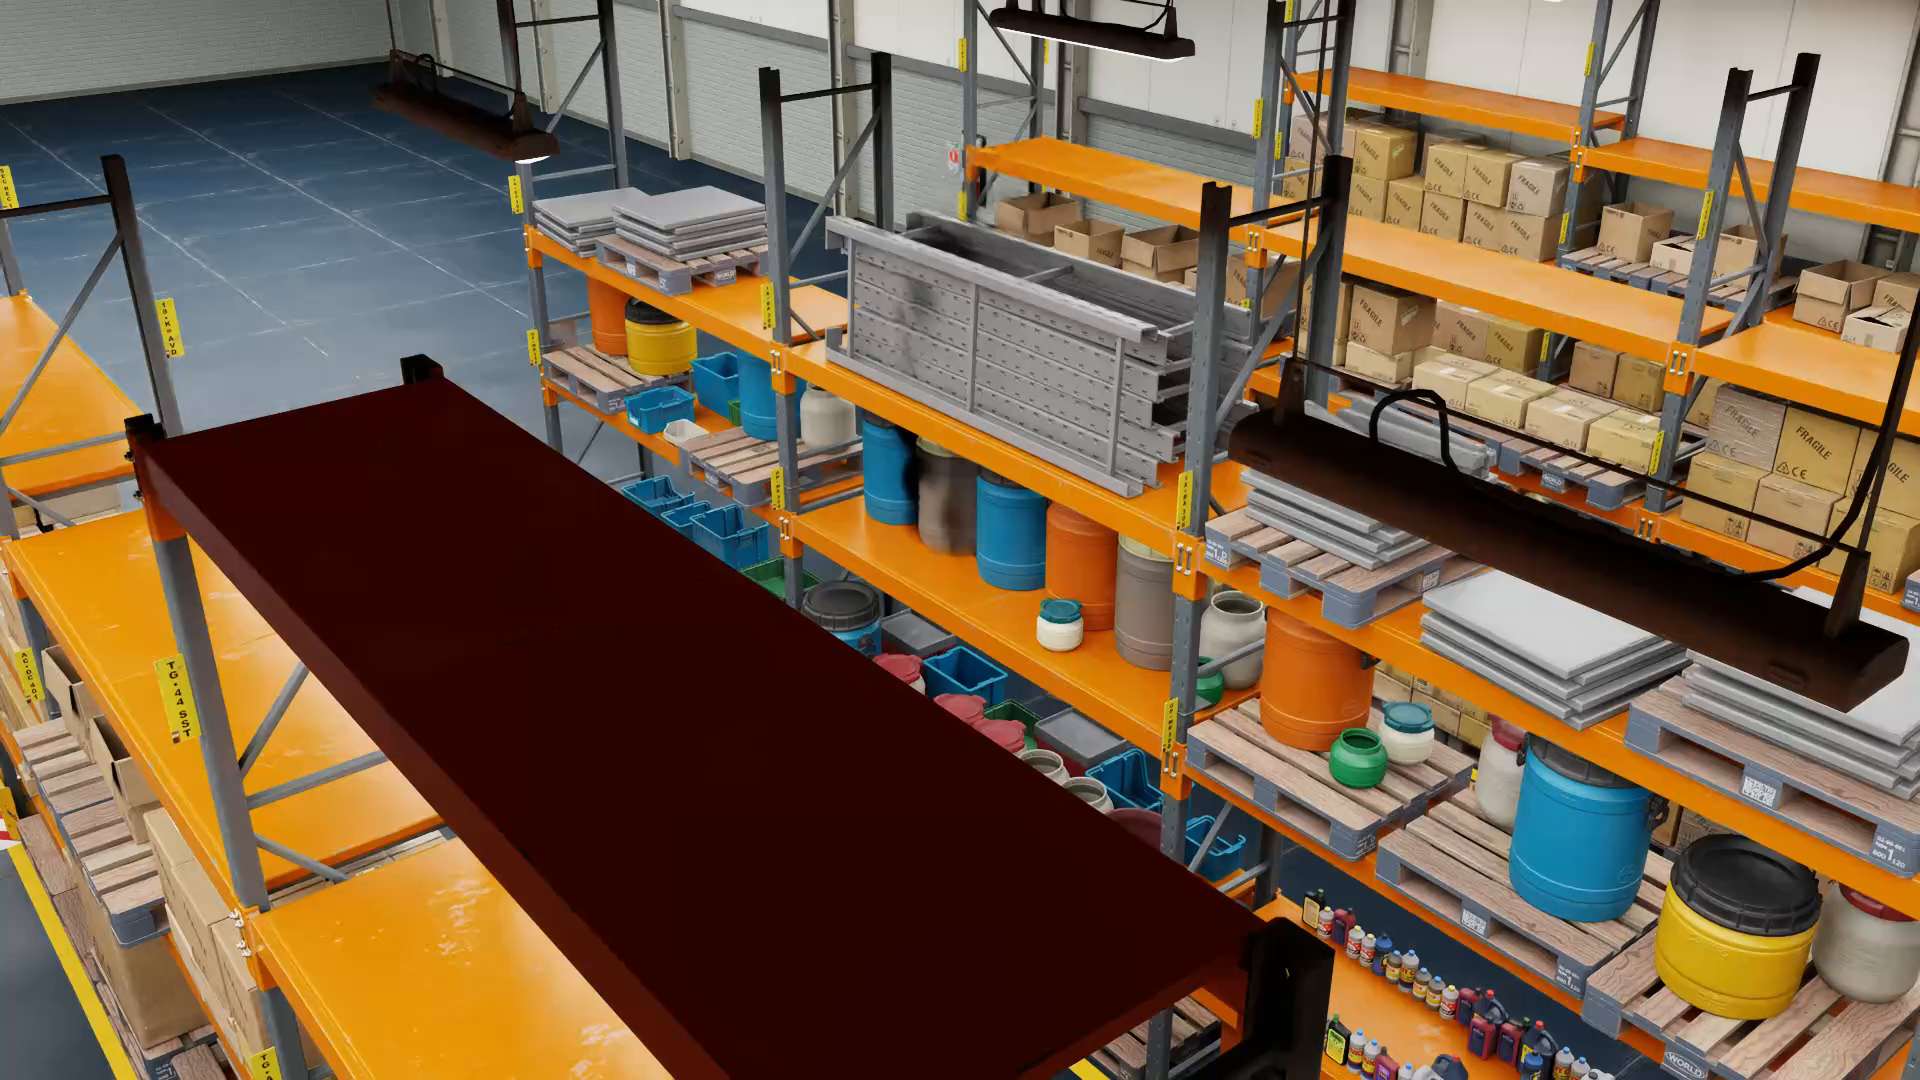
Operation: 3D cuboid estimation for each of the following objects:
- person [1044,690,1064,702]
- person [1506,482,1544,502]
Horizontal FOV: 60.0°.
[{"bbox_3d":[1.117,0.742,14.215,0.889,1.693,0.547,24,34,39],"label":"person"},{"bbox_3d":[5.339,0.035,16.286,0.662,1.706,0.559,23,34,39],"label":"person"}]
